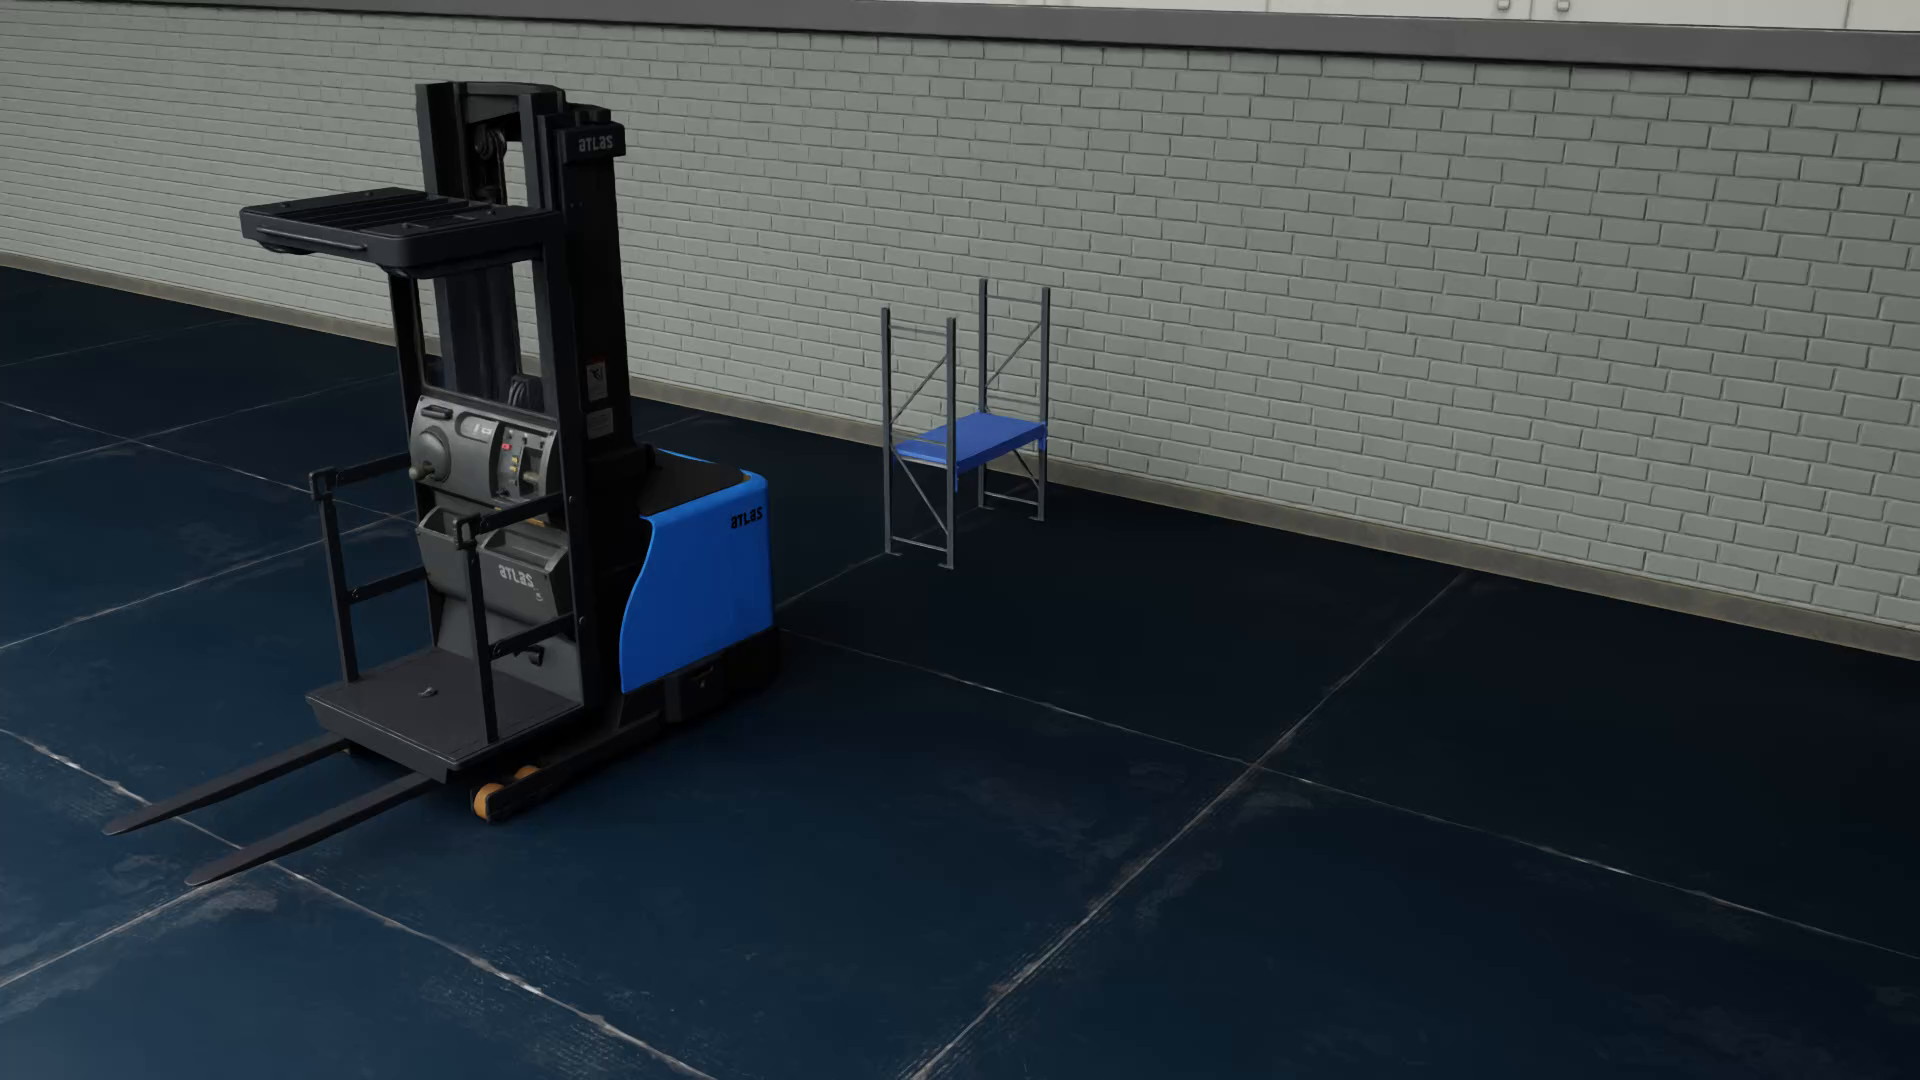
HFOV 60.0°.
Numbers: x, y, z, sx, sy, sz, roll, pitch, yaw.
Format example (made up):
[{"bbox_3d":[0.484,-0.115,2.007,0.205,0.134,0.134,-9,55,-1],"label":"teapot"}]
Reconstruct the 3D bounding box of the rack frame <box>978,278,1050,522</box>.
[{"bbox_3d":[0.334,-0.874,10.465,0.500,1.500,0.032,13,24,32],"label":"rack frame"}]

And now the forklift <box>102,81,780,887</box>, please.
[{"bbox_3d":[-2.195,-0.371,7.044,1.130,2.935,3.031,15,25,35],"label":"forklift"}]

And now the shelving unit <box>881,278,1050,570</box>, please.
[{"bbox_3d":[0.048,-0.728,10.071,0.538,1.500,1.048,13,24,32],"label":"shelving unit"}]

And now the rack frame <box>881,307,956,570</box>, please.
[{"bbox_3d":[-0.238,-0.582,9.677,0.500,1.500,0.032,13,24,32],"label":"rack frame"}]

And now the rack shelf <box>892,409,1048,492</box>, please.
[{"bbox_3d":[0.048,-0.559,10.133,0.538,0.185,1.000,13,24,32],"label":"rack shelf"}]
